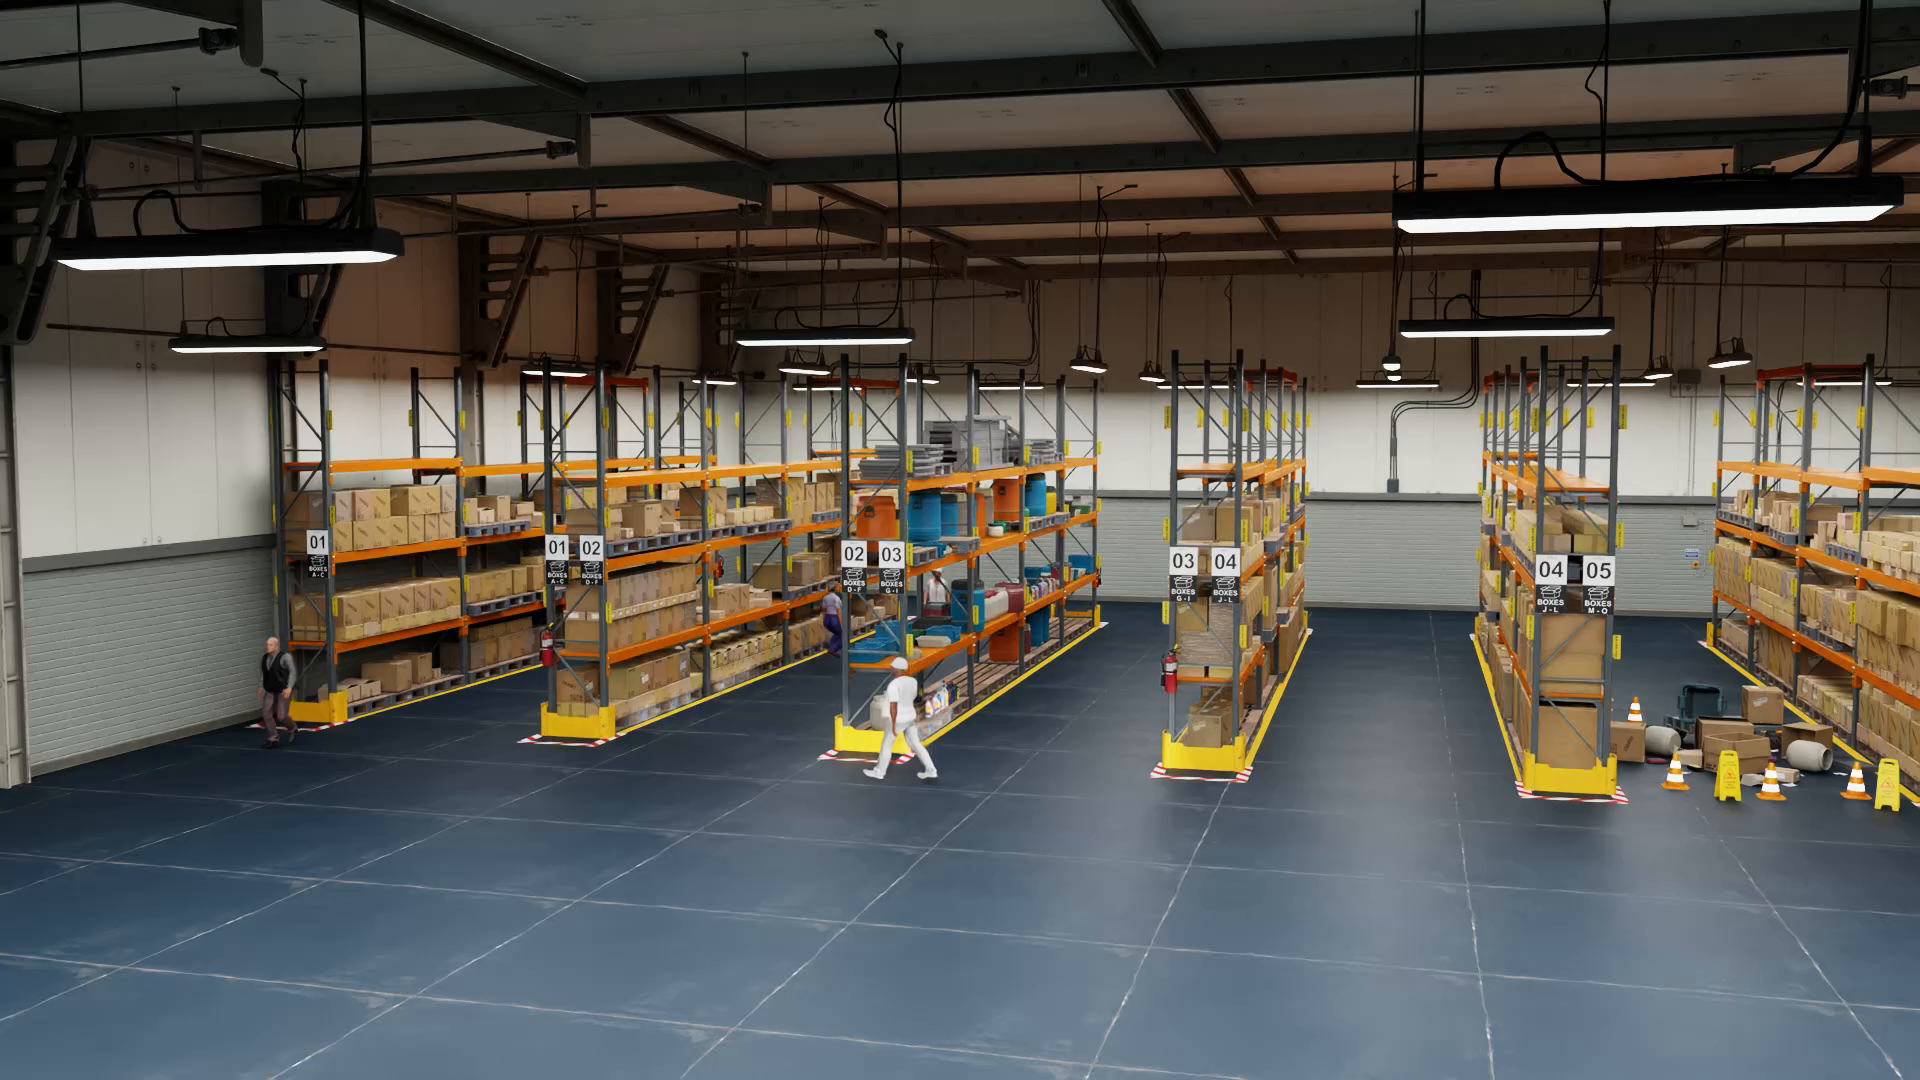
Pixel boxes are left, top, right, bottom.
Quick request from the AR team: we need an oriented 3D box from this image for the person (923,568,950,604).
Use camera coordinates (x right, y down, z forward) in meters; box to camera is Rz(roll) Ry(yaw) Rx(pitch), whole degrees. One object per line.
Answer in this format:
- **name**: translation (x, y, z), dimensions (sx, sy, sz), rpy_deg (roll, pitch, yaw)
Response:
- **person**: translation (-0.521, 1.466, 36.964), dimensions (0.594, 1.731, 1.098), rpy_deg (1, 4, 12)

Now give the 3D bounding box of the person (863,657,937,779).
- **person**: translation (-0.837, 2.484, 23.059), dimensions (1.075, 1.718, 0.586), rpy_deg (2, 5, 29)

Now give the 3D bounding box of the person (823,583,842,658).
- **person**: translation (-2.529, 1.607, 33.702), dimensions (0.539, 1.485, 0.598), rpy_deg (3, 5, 40)

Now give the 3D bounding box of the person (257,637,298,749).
- **person**: translation (-10.461, 2.325, 25.549), dimensions (0.633, 1.708, 0.600), rpy_deg (1, 4, 13)
